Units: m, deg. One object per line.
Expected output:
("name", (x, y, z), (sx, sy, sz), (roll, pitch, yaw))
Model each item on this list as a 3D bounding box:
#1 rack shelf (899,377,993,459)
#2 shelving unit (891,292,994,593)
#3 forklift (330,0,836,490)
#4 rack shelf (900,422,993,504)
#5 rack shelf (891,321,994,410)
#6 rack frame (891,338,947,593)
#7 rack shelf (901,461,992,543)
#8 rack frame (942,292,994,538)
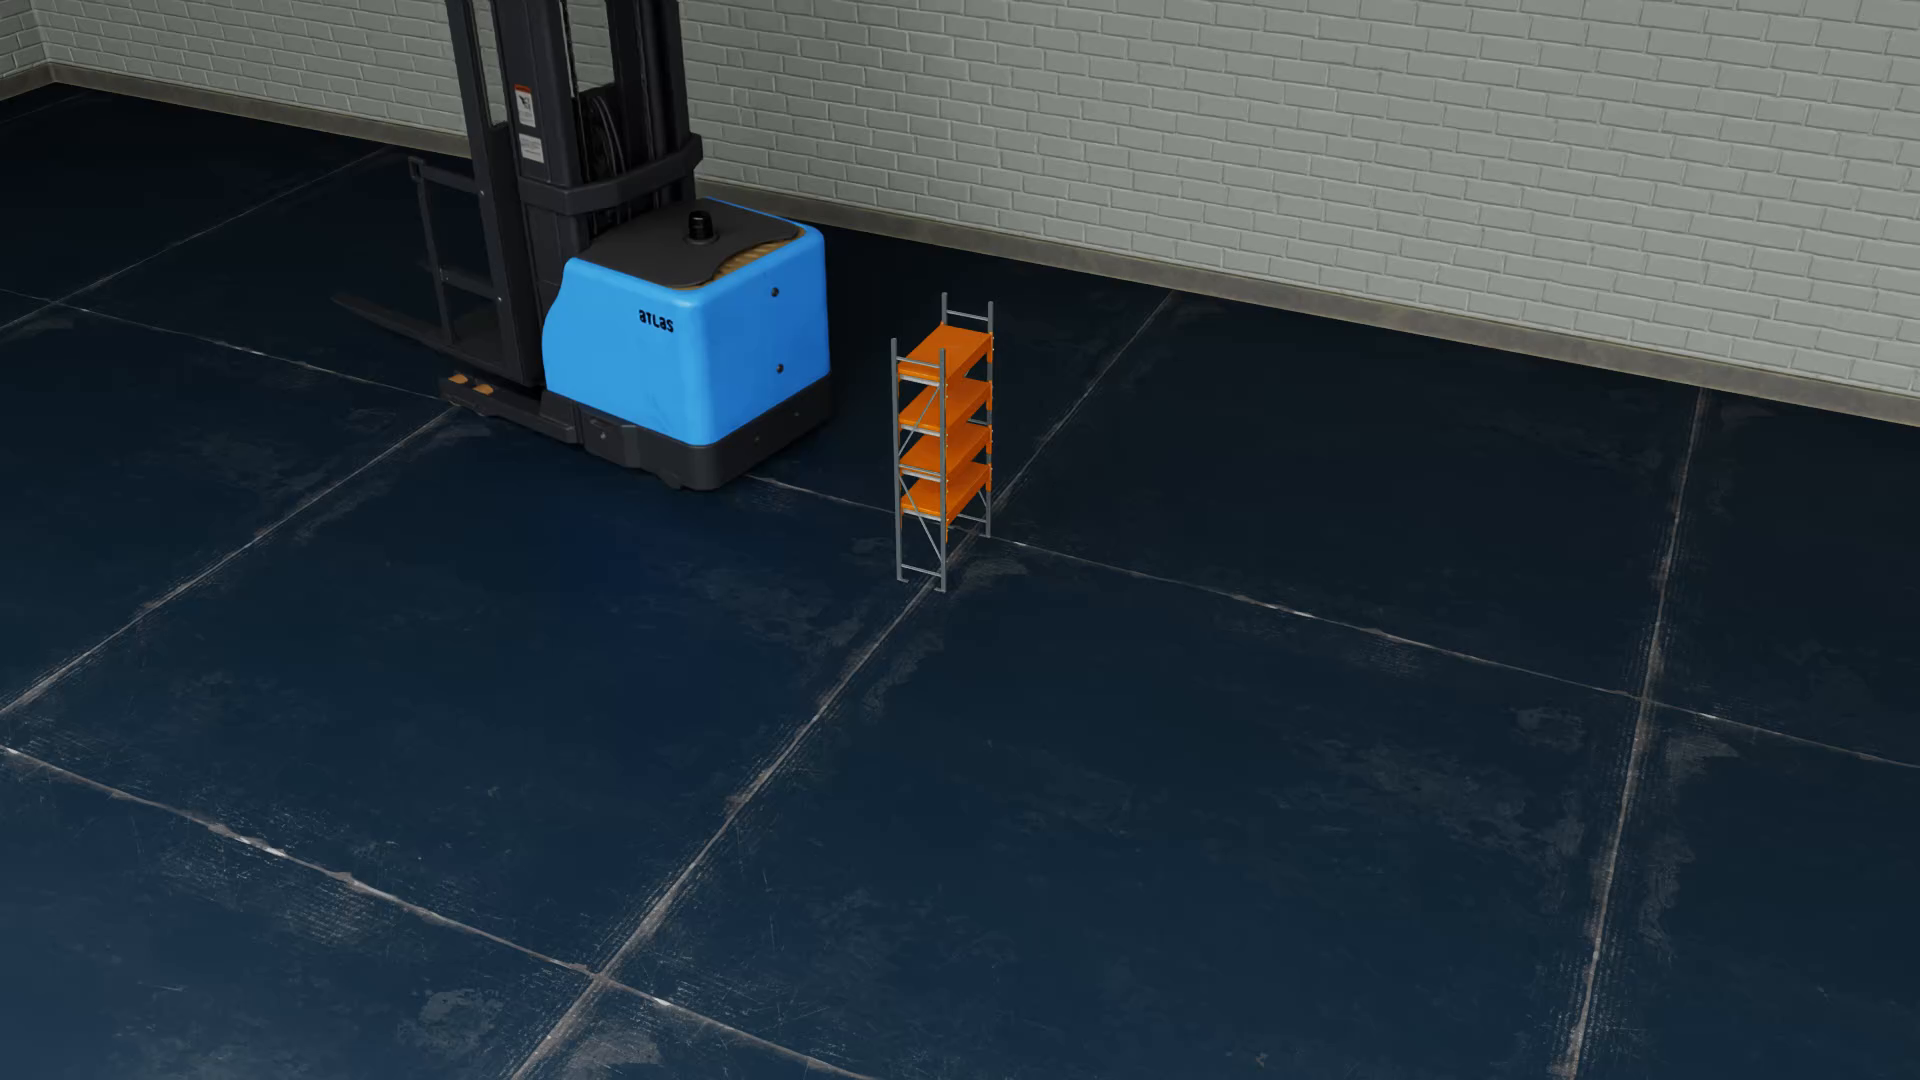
("rack shelf", (-0.069, -0.550, 7.210), (0.258, 0.148, 0.480), (14, 36, 20))
("shelving unit", (-0.069, -0.419, 7.295), (0.258, 1.200, 0.503), (14, 36, 20))
("forklift", (-2.147, -2.091, 8.266), (3.031, 2.935, 1.130), (21, 39, 29))
("rack shelf", (-0.069, -0.363, 7.332), (0.258, 0.148, 0.480), (14, 36, 20))
("rack shelf", (-0.069, -0.748, 7.080), (0.258, 0.148, 0.480), (14, 36, 20))
("rack frame", (-0.171, -0.298, 7.110), (0.240, 1.200, 0.015), (14, 36, 20))
("rack shelf", (-0.069, -0.197, 7.441), (0.258, 0.148, 0.480), (14, 36, 20))
("rack frame", (0.033, -0.541, 7.481), (0.240, 1.200, 0.015), (14, 36, 20))
